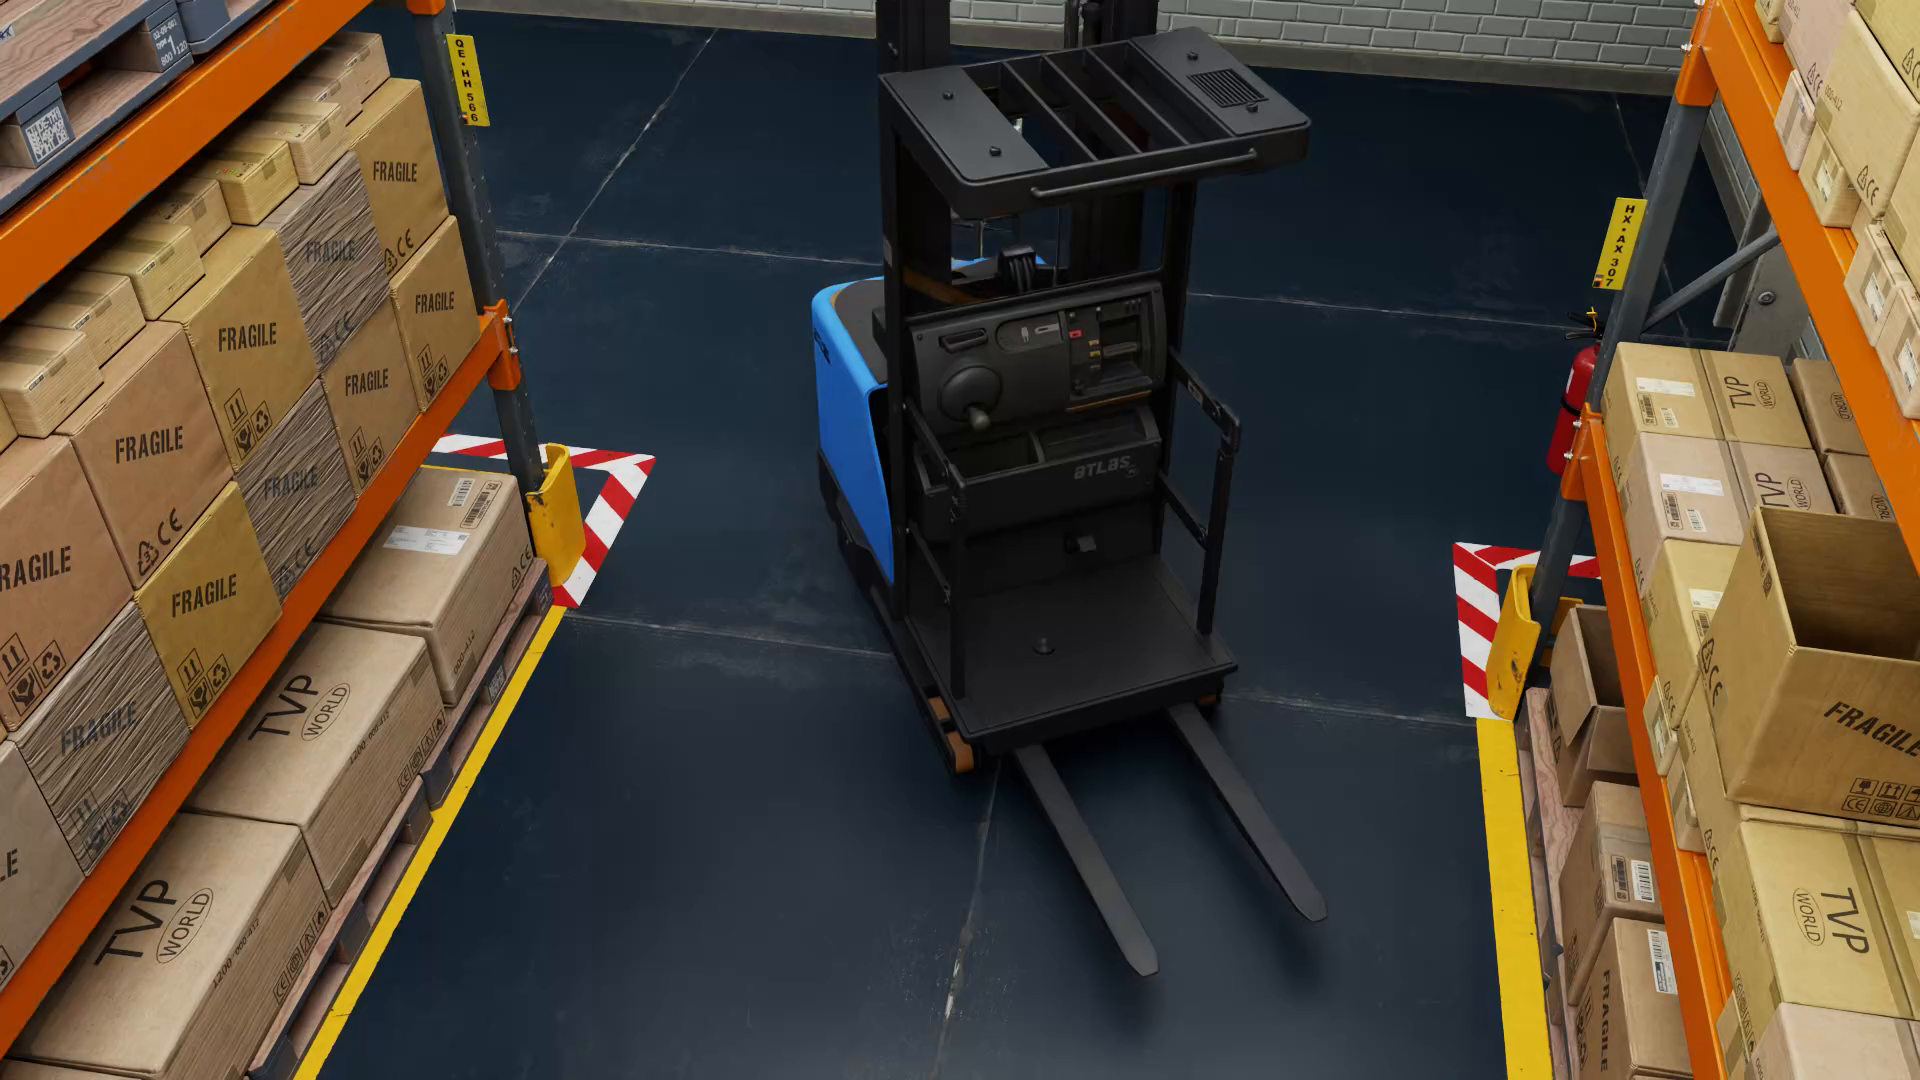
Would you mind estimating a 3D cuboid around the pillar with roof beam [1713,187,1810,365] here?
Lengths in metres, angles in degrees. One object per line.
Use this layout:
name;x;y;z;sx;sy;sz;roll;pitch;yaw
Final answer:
pillar with roof beam;-0.218;-4.940;6.163;9.100;9.000;0.400;6;40;8

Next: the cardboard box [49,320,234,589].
cardboard box;-2.310;-0.244;4.328;0.500;0.500;0.500;6;40;7

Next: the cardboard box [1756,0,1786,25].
cardboard box;2.321;-1.525;4.271;0.500;0.250;0.500;6;40;7

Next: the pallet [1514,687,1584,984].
pallet;2.517;1.062;5.800;1.003;0.211;1.213;6;40;8

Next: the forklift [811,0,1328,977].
forklift;0.362;-0.560;5.627;1.130;2.935;3.031;-13;41;-16

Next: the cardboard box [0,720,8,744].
cardboard box;-2.500;0.392;3.558;0.500;0.500;0.500;6;40;7

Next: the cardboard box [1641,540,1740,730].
cardboard box;2.152;0.273;4.451;0.500;0.250;0.500;6;40;7

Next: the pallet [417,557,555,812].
pallet;-2.283;0.480;6.504;1.003;0.211;1.213;6;40;8

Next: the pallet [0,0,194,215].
pallet;-2.549;-0.993;3.812;1.003;0.211;1.213;6;40;8

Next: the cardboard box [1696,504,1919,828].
cardboard box;2.064;0.290;3.841;0.500;0.500;0.500;7;40;9

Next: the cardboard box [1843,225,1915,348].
cardboard box;2.022;-0.494;3.337;0.380;0.149;0.250;6;40;8

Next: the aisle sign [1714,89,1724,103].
aisle sign;2.390;-1.638;4.837;0.394;0.787;0.004;6;40;8

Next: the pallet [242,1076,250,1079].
pallet;-2.706;2.011;4.652;1.003;0.211;1.213;6;40;8

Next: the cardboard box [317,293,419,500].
cardboard box;-2.146;-0.499;5.421;0.500;0.500;0.500;6;40;7

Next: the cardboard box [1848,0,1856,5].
cardboard box;2.237;-1.398;3.725;0.500;0.250;0.500;6;40;7

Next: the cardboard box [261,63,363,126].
cardboard box;-2.107;-1.370;5.181;0.380;0.149;0.250;7;40;8

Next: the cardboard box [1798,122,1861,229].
cardboard box;2.120;-0.809;3.717;0.380;0.149;0.250;6;40;8

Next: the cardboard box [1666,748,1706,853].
cardboard box;2.043;0.683;4.267;0.380;0.149;0.250;7;40;9

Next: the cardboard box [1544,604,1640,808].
cardboard box;2.468;0.613;5.784;0.797;0.503;0.637;5;40;6

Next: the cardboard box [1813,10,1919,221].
cardboard box;2.153;-0.884;3.495;0.500;0.250;0.500;5;40;6

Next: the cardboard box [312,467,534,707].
cardboard box;-2.238;0.145;6.401;0.875;0.438;0.875;5;40;6

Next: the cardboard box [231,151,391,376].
cardboard box;-2.132;-0.869;5.084;0.500;0.500;0.500;7;40;8

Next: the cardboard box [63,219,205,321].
cardboard box;-2.254;-0.725;4.401;0.380;0.149;0.250;7;40;9

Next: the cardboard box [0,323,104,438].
cardboard box;-2.322;-0.392;3.998;0.380;0.149;0.250;7;40;8

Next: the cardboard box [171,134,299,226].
cardboard box;-2.153;-1.045;4.788;0.380;0.149;0.250;7;40;9

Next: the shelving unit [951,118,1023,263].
shelving unit;-0.014;-1.251;7.586;0.431;1.500;0.755;10;41;11

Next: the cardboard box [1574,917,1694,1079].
cardboard box;2.092;1.467;4.753;0.500;0.500;0.500;7;40;8

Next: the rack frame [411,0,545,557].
rack frame;-2.222;-1.106;6.233;1.000;3.000;0.127;6;40;8

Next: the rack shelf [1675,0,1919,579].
rack shelf;2.321;-0.184;3.329;1.077;0.370;4.000;6;40;8

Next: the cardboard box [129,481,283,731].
cardboard box;-2.302;0.151;4.635;0.500;0.500;0.500;8;40;9

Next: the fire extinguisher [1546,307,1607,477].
fire extinguisher;2.238;-0.530;5.891;0.296;0.674;0.183;6;40;8

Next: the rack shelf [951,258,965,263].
rack shelf;-0.014;-1.000;7.794;0.431;0.370;0.720;10;41;11

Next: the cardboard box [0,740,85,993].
cardboard box;-2.484;0.785;3.868;0.500;0.500;0.500;7;40;8

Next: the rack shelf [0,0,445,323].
rack shelf;-2.568;-0.729;3.988;1.077;0.370;4.000;6;40;8

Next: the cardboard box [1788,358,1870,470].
cardboard box;2.849;-0.299;5.142;0.500;0.250;0.500;7;40;9

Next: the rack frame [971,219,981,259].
rack frame;-0.108;-1.026;7.314;0.400;1.500;0.023;10;41;11

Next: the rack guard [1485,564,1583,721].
rack guard;2.654;0.450;6.313;1.175;0.500;0.348;6;40;8

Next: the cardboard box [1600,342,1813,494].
cardboard box;2.324;-0.362;5.218;0.500;0.250;0.500;7;40;8

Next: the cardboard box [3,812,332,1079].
cardboard box;-2.546;1.286;5.021;0.875;0.438;0.875;5;40;6

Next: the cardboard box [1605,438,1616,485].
cardboard box;2.340;-0.288;5.441;0.380;0.149;0.250;6;40;7

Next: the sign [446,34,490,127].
sign;-1.690;-1.575;5.706;0.100;0.325;0.005;6;40;8

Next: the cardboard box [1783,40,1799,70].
cardboard box;2.364;-1.278;4.285;0.380;0.149;0.250;7;40;8

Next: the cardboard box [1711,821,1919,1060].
cardboard box;1.995;0.919;3.669;0.500;0.250;0.500;6;40;7
